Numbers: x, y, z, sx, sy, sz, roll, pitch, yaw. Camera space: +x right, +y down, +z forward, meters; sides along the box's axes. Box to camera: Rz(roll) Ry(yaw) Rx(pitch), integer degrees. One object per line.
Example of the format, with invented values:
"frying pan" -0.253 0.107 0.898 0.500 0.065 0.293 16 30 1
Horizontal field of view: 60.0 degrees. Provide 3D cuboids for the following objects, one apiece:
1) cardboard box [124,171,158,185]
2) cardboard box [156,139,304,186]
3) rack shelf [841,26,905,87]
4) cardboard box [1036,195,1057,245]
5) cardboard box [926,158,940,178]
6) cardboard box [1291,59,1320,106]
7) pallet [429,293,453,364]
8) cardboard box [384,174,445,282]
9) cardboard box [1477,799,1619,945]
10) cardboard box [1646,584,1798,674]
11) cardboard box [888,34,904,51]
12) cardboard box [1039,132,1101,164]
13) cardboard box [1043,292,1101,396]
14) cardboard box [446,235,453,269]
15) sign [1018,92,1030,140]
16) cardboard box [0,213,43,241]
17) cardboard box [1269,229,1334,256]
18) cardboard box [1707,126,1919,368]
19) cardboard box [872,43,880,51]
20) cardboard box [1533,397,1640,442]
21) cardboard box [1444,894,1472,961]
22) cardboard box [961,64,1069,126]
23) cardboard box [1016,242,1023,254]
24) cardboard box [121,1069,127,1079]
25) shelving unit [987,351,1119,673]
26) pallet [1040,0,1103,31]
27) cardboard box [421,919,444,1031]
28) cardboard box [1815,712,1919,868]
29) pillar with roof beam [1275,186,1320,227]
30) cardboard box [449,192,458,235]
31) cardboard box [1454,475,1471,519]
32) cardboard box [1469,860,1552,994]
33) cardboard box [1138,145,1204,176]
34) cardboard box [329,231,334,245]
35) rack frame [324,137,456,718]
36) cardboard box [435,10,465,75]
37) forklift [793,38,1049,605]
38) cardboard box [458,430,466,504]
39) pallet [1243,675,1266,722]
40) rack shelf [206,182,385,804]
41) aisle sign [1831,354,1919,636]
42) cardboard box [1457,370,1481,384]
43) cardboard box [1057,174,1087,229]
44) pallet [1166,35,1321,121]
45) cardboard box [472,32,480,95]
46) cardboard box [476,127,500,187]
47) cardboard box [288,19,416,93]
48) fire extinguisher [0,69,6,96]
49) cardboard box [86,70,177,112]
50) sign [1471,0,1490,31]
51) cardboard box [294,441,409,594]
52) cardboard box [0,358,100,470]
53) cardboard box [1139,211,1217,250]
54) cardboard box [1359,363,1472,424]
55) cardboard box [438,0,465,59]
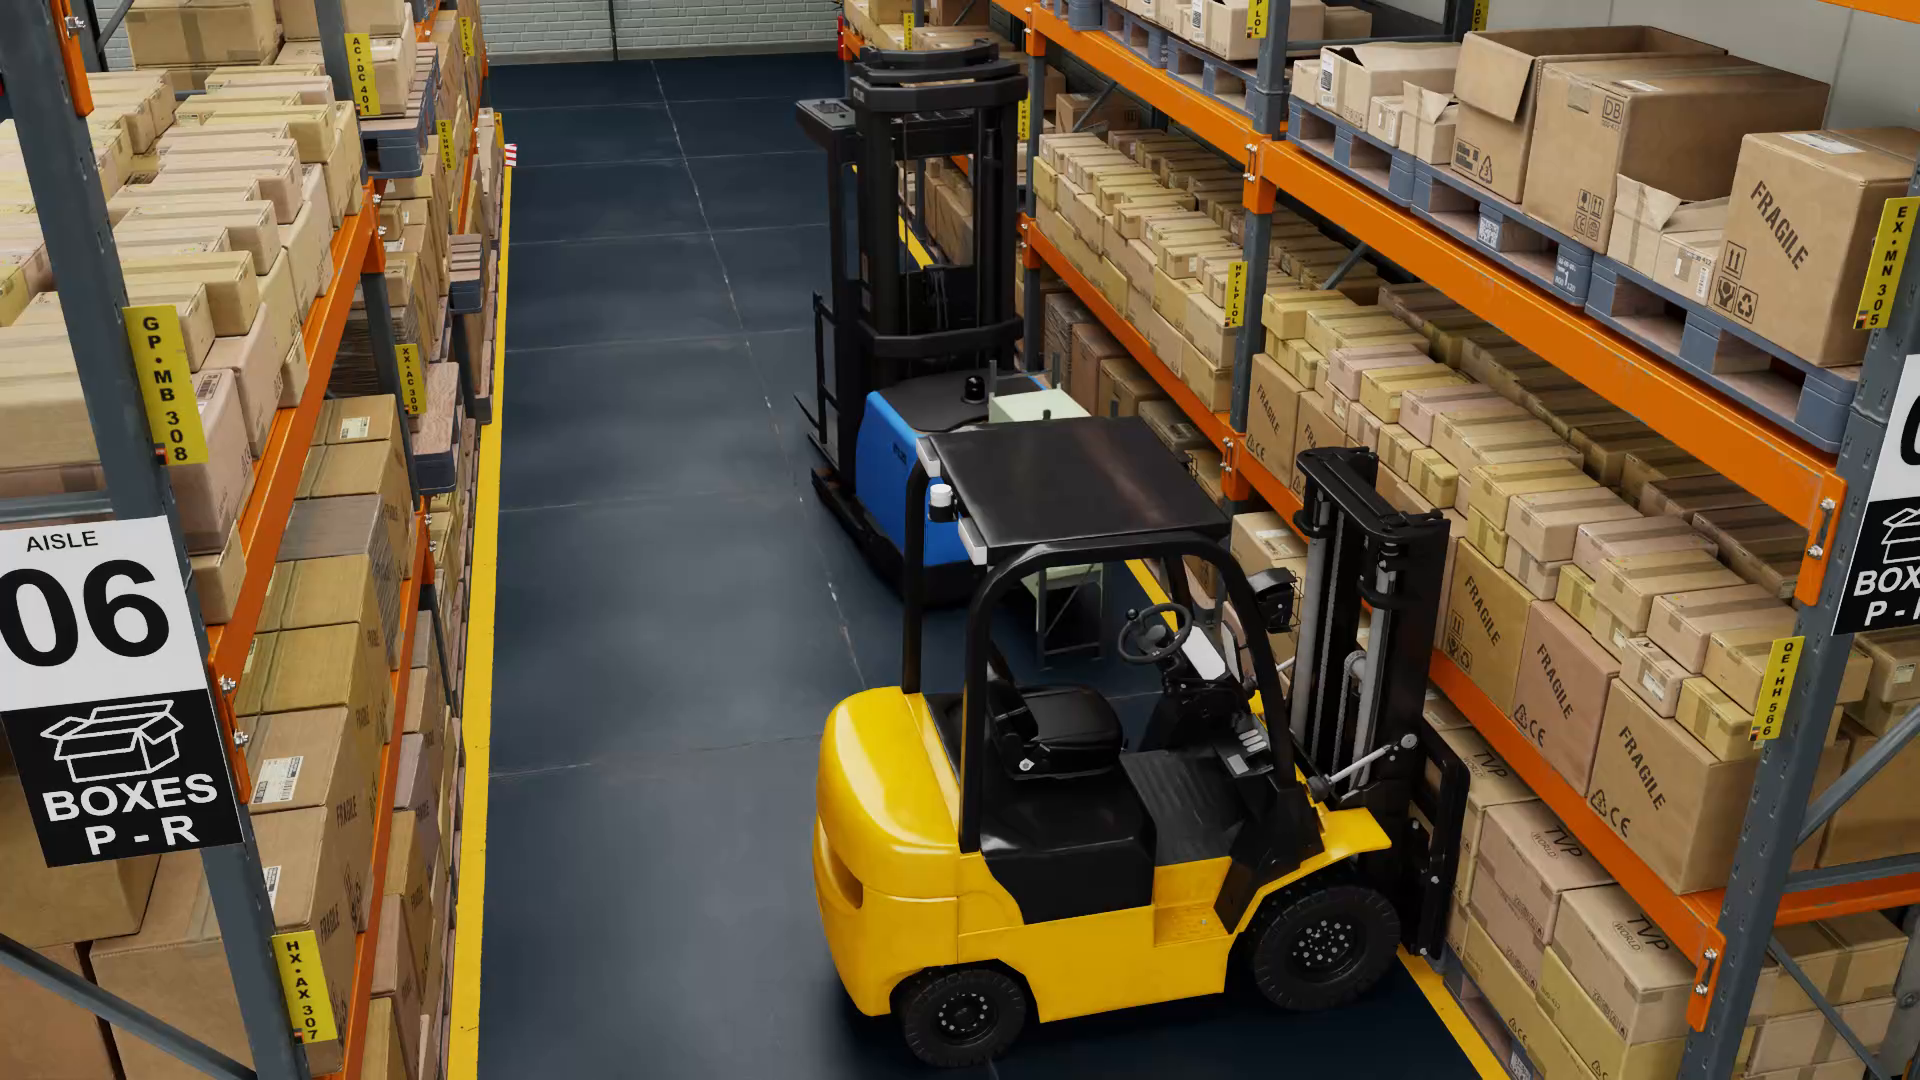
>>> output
"cardboard box" -2.905 -1.004 5.418 0.500 0.250 0.500 -6 27 -11
"cardboard box" -2.321 -1.170 5.304 0.380 0.149 0.250 -6 27 -11
"rack shelf" -0.382 -4.841 17.311 1.077 0.370 4.000 -6 27 -12
"cardboard box" 0.833 -2.242 11.529 0.500 0.250 0.500 -6 27 -11
"cardboard box" -0.109 -3.461 15.366 0.380 0.149 0.250 -5 27 -9
"cardboard box" 1.677 -2.004 7.264 0.380 0.149 0.250 -5 27 -11
"pallet" -3.379 -1.072 9.258 1.003 0.211 1.213 -6 27 -12
"cardboard box" -3.249 -1.769 9.519 0.500 0.500 0.500 -8 28 -15
"cardboard box" 2.245 1.183 6.053 0.500 0.250 0.500 -5 27 -11
"cardboard box" 2.402 0.276 5.214 0.380 0.149 0.250 -6 27 -12
"cardboard box" -0.411 -4.767 16.203 0.500 0.250 0.500 -6 27 -11
"cardboard box" 0.755 -2.693 11.425 0.380 0.149 0.250 -5 27 -10
"cardboard box" 1.098 -1.381 11.826 0.875 0.625 0.625 -5 27 -10
"cardboard box" -3.330 -1.762 10.224 0.380 0.149 0.250 -6 27 -12
"sign" 0.444 -2.951 11.570 0.100 0.325 0.005 -6 27 -12
"cardboard box" -2.610 -0.782 4.535 0.380 0.149 0.250 -7 28 -13
"cardboard box" 1.859 -1.626 9.311 0.380 0.149 0.250 -6 27 -12
"cardboard box" 2.436 -0.802 4.493 0.500 0.500 0.500 -5 27 -10
"cardboard box" -0.704 -5.072 17.249 0.380 0.149 0.250 -5 27 -10
"cardboard box" 2.522 -0.450 6.652 0.380 0.149 0.250 -5 27 -10
"cardboard box" 2.153 1.410 6.714 0.500 0.250 0.500 -6 27 -11
"cardboard box" 0.423 -3.460 13.195 0.797 0.503 0.637 -7 28 -13
"cardboard box" 0.521 -2.197 12.863 0.380 0.149 0.250 -7 28 -14
"cardboard box" -2.354 1.459 4.309 0.380 0.149 0.250 -5 27 -10
"shelving unit" 0.473 -0.153 8.886 0.431 1.500 0.755 -9 28 -18
"pallet" 1.211 -3.494 10.725 1.213 0.211 1.003 -5 27 -9
"cardboard box" -2.217 1.684 6.170 0.500 0.250 0.500 -4 27 -8
"cardboard box" 2.932 0.693 5.436 0.500 0.500 0.500 -5 27 -10
"pillar with roof beam" -2.052 -4.289 8.760 9.100 9.000 0.400 -6 27 -12
"cardboard box" -3.730 -2.196 11.439 0.500 0.250 0.500 -6 27 -12
"cardboard box" 2.141 -0.154 6.395 0.380 0.149 0.250 -6 27 -12
"cardboard box" 2.257 1.397 6.183 0.500 0.250 0.500 -6 27 -12
"cardboard box" 1.408 -2.517 11.077 0.380 0.149 0.250 -6 27 -12
"cardboard box" -2.542 -1.156 6.162 0.380 0.149 0.250 -6 27 -11
"rack frame" -2.963 -0.267 7.449 1.000 3.000 0.127 -6 27 -12
"cardboard box" -4.421 -4.099 13.822 0.500 0.500 0.500 -5 27 -10
"forklift" -0.321 -1.585 10.137 1.130 2.935 3.031 -10 28 -19
"cardboard box" -3.573 -0.465 10.292 0.950 0.372 0.625 -6 27 -13
"pallet" 2.010 0.826 8.380 1.003 0.211 1.213 -6 27 -12
"rack shelf" -2.512 -0.407 5.196 1.077 0.370 4.000 -6 27 -12
"aisle sign" 2.502 -0.118 4.270 0.394 0.787 0.004 -6 27 -12
"cardboard box" 2.432 -0.658 7.394 0.380 0.149 0.250 -6 27 -11
"cardboard box" 0.944 -2.245 10.981 0.500 0.250 0.500 -5 27 -10
"pallet" 1.661 -2.412 8.583 0.805 0.209 1.217 -7 28 -14
"cardboard box" -4.832 -4.496 15.718 0.500 0.500 0.500 -6 27 -11
"cardboard box" -5.207 -3.898 17.021 0.875 0.438 0.875 -5 27 -10
"cardboard box" -2.819 -2.246 7.743 0.500 0.250 0.500 -6 27 -12
"fire extinguisher" -10.074 -4.944 17.216 0.296 0.674 0.183 -6 27 -12
"cardboard box" -3.210 -1.678 6.311 0.380 0.149 0.250 -6 27 -13
"sign" 2.412 -2.435 7.754 0.100 0.325 0.005 -6 27 -12
"cardboard box" -2.498 -0.049 6.577 0.500 0.500 0.500 -5 27 -10
"cardboard box" -1.943 -0.270 3.522 0.380 0.149 0.250 -6 27 -12
"cardboard box" 1.262 -1.792 9.641 0.380 0.149 0.250 -6 27 -11
"cardboard box" 1.911 -0.618 6.984 0.380 0.149 0.250 -6 27 -12
"cardboard box" -4.637 -4.503 14.623 0.500 0.500 0.500 -6 27 -11
